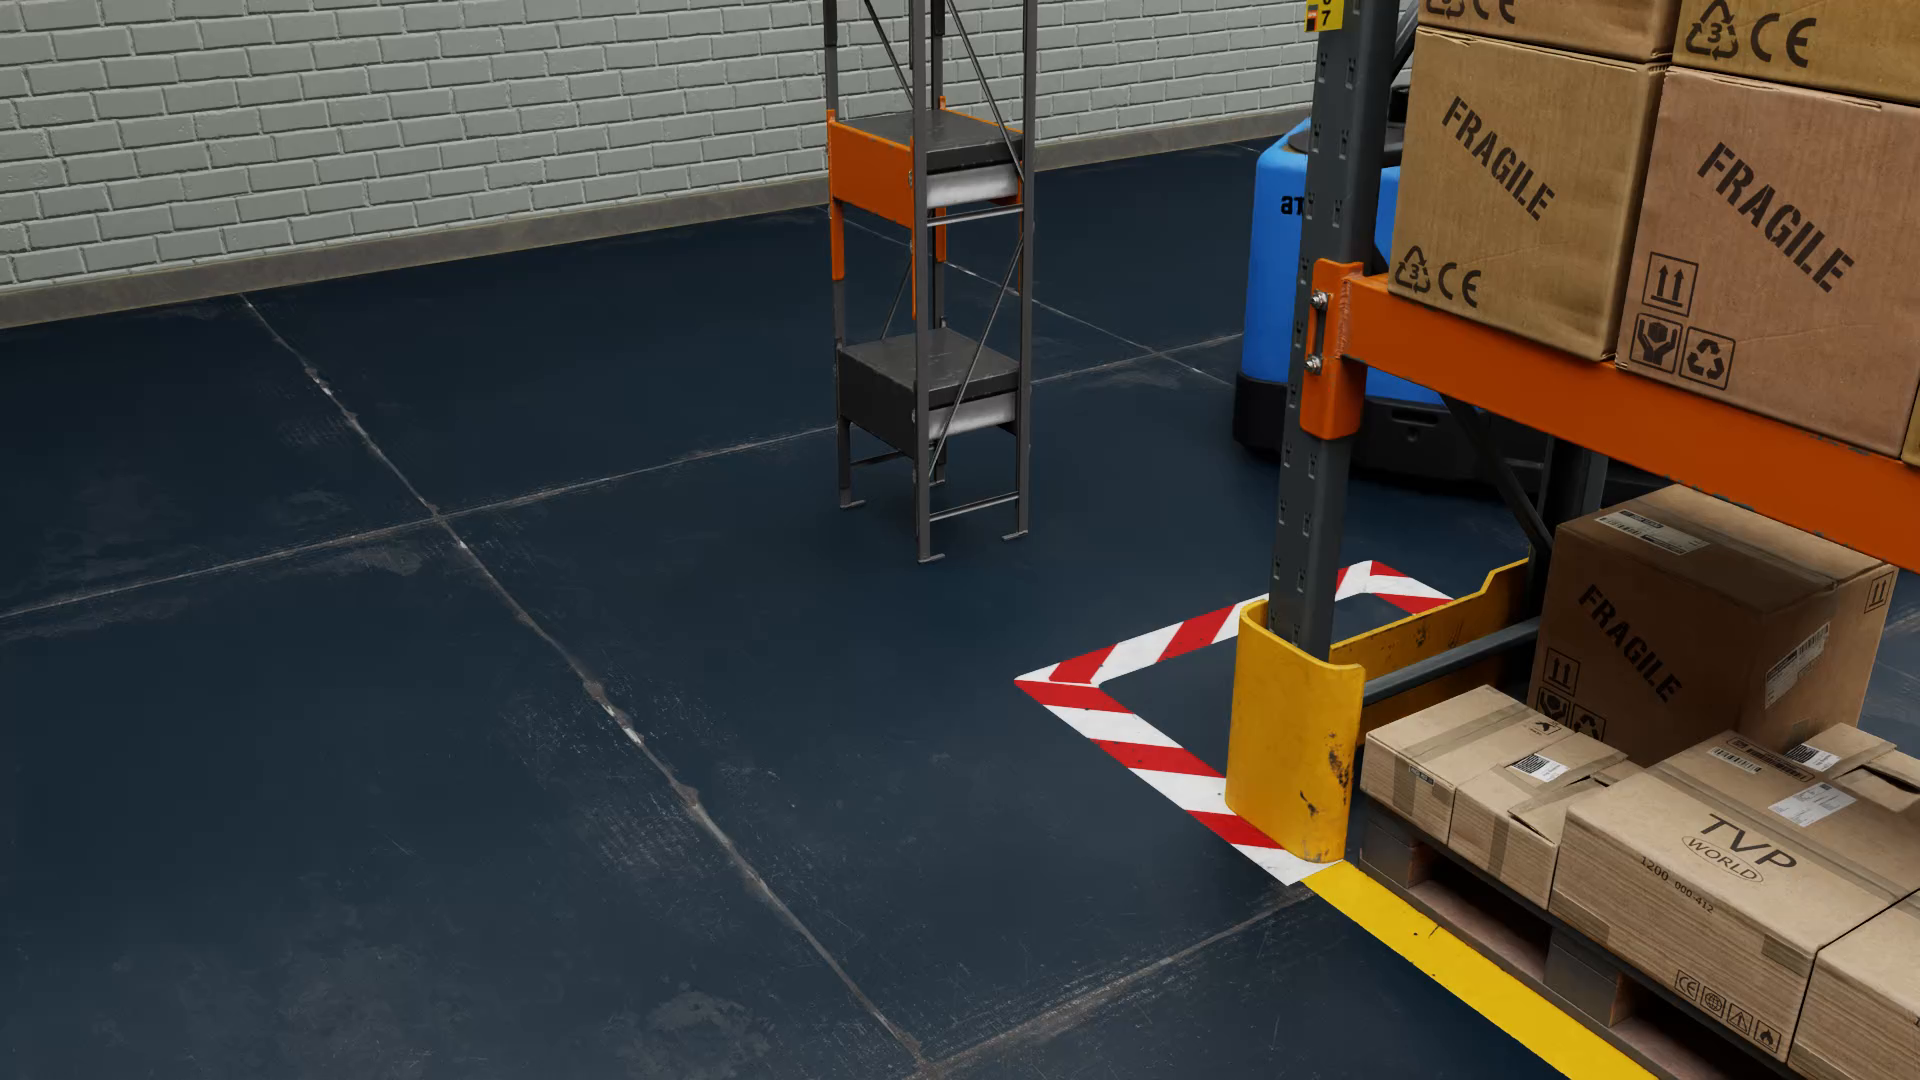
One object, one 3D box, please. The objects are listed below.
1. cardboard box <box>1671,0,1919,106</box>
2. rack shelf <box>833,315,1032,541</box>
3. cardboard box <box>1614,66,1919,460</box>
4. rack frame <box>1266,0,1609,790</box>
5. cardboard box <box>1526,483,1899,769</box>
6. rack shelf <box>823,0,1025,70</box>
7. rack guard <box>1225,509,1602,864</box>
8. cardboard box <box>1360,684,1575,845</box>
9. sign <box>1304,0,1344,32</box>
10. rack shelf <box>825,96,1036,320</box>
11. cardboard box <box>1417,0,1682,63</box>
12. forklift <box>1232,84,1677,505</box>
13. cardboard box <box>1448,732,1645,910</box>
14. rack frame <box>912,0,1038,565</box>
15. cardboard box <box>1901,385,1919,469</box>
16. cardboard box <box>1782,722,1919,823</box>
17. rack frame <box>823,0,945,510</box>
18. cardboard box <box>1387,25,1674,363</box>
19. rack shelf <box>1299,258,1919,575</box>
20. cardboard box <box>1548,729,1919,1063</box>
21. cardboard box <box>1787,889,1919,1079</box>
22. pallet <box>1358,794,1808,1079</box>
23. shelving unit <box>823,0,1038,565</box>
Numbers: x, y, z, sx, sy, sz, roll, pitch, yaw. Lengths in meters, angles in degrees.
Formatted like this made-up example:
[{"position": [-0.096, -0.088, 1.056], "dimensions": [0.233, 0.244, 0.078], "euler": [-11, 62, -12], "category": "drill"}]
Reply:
[{"position": [1.457, -0.939, 2.437], "dimensions": [0.500, 0.500, 0.500], "euler": [-15, 29, -29], "category": "cardboard box"}, {"position": [-0.090, -0.363, 5.232], "dimensions": [0.431, 0.518, 0.480], "euler": [-16, 29, -30], "category": "rack shelf"}, {"position": [1.452, -0.489, 2.654], "dimensions": [0.500, 0.500, 0.500], "euler": [-16, 30, -30], "category": "cardboard box"}, {"position": [1.144, -0.847, 3.530], "dimensions": [1.000, 3.000, 0.127], "euler": [-16, 29, -30], "category": "rack frame"}, {"position": [1.647, 0.222, 3.679], "dimensions": [0.500, 0.500, 0.500], "euler": [-16, 29, -30], "category": "cardboard box"}, {"position": [-0.090, -1.629, 4.634], "dimensions": [0.431, 0.518, 0.480], "euler": [-16, 29, -30], "category": "rack shelf"}, {"position": [1.186, 0.311, 4.006], "dimensions": [1.175, 0.500, 0.348], "euler": [-16, 29, -30], "category": "rack guard"}, {"position": [1.085, 0.473, 3.558], "dimensions": [0.380, 0.149, 0.250], "euler": [-16, 29, -30], "category": "cardboard box"}, {"position": [0.690, -1.112, 3.077], "dimensions": [0.100, 0.325, 0.005], "euler": [-16, 29, -30], "category": "sign"}, {"position": [-0.090, -0.996, 4.933], "dimensions": [0.431, 0.518, 0.480], "euler": [-16, 29, -30], "category": "rack shelf"}, {"position": [1.165, -1.124, 2.829], "dimensions": [0.500, 0.500, 0.500], "euler": [-15, 29, -28], "category": "cardboard box"}, {"position": [2.523, -1.547, 5.093], "dimensions": [3.031, 2.935, 1.130], "euler": [11, 27, 21], "category": "forklift"}, {"position": [1.221, 0.555, 3.365], "dimensions": [0.380, 0.166, 0.250], "euler": [-16, 29, -30], "category": "cardboard box"}, {"position": [0.043, -0.921, 4.742], "dimensions": [0.400, 2.100, 0.015], "euler": [-16, 29, -30], "category": "rack frame"}, {"position": [1.723, -0.308, 2.272], "dimensions": [0.500, 0.500, 0.500], "euler": [-16, 29, -30], "category": "cardboard box"}, {"position": [1.793, 0.538, 3.399], "dimensions": [0.380, 0.166, 0.250], "euler": [-16, 29, -30], "category": "cardboard box"}, {"position": [-0.224, -1.096, 5.112], "dimensions": [0.400, 2.100, 0.015], "euler": [-16, 29, -30], "category": "rack frame"}, {"position": [1.165, -0.672, 3.042], "dimensions": [0.500, 0.500, 0.500], "euler": [-15, 29, -29], "category": "cardboard box"}, {"position": [2.236, 0.194, 2.168], "dimensions": [1.077, 0.370, 4.000], "euler": [-16, 29, -30], "category": "rack shelf"}, {"position": [1.476, 0.637, 3.092], "dimensions": [0.500, 0.250, 0.500], "euler": [-16, 29, -30], "category": "cardboard box"}, {"position": [1.749, 0.816, 2.713], "dimensions": [0.500, 0.250, 0.500], "euler": [-16, 29, -30], "category": "cardboard box"}, {"position": [1.622, 0.726, 3.464], "dimensions": [1.003, 0.211, 1.213], "euler": [-16, 29, -30], "category": "pallet"}, {"position": [-0.090, -1.009, 4.927], "dimensions": [0.431, 2.100, 0.503], "euler": [-16, 29, -30], "category": "shelving unit"}]
